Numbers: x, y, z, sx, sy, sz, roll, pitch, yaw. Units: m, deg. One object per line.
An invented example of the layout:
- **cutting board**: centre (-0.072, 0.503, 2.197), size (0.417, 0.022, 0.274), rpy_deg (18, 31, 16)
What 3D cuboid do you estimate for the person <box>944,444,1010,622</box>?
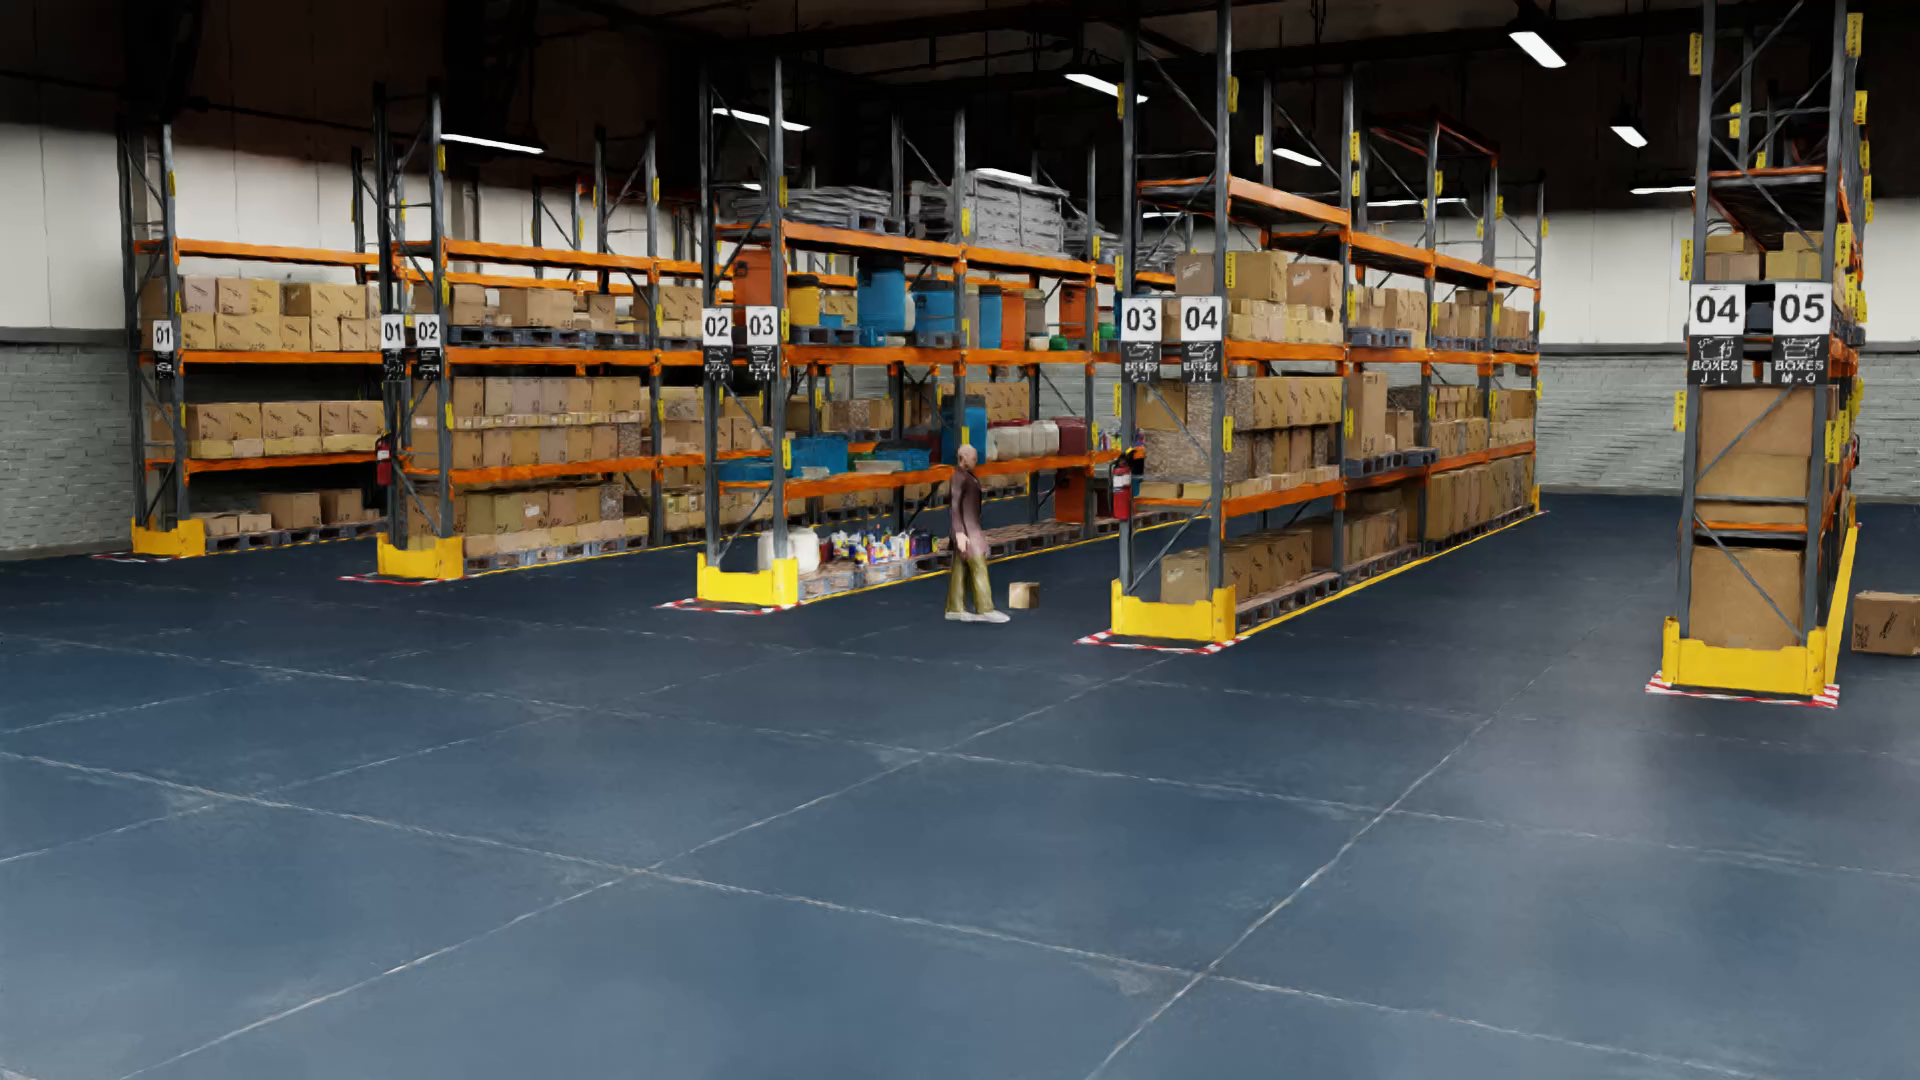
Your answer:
- **person**: centre (0.171, -0.070, 16.656), size (0.662, 1.779, 0.690), rpy_deg (0, 6, 1)
